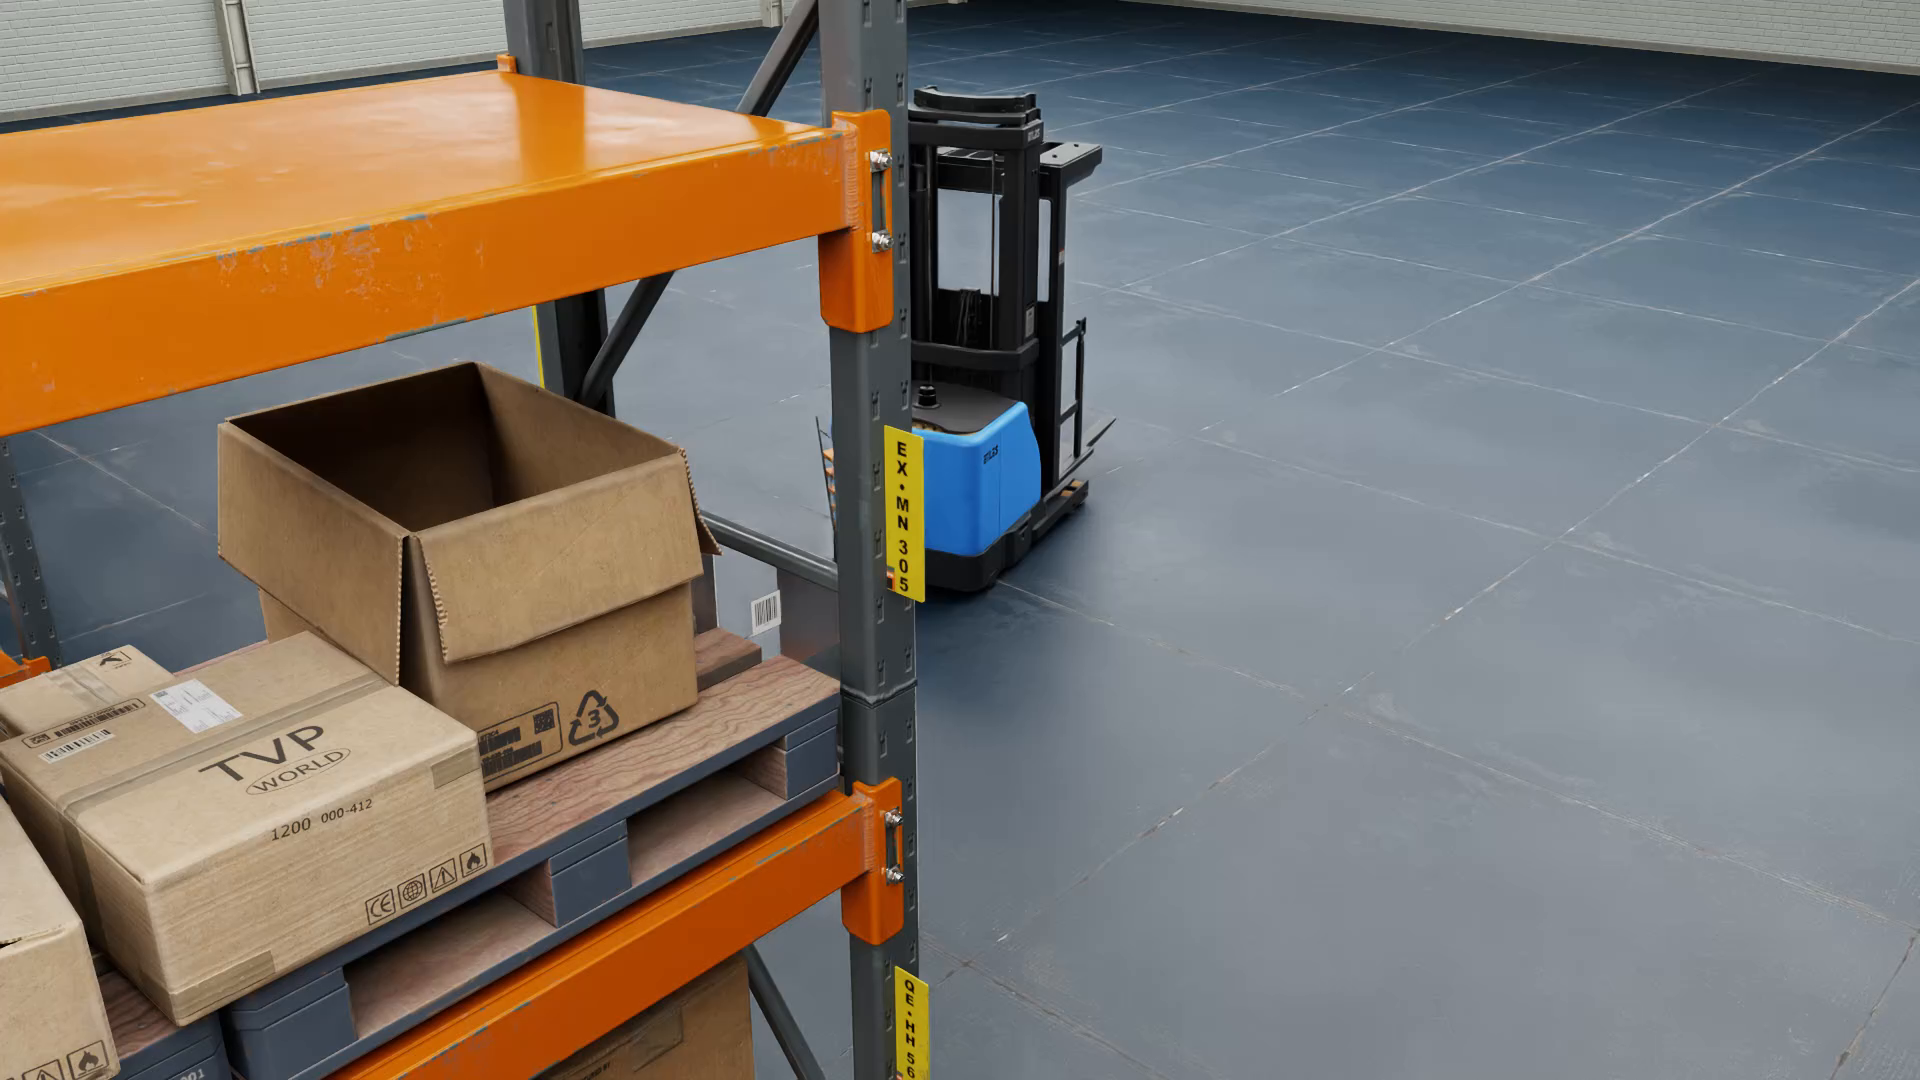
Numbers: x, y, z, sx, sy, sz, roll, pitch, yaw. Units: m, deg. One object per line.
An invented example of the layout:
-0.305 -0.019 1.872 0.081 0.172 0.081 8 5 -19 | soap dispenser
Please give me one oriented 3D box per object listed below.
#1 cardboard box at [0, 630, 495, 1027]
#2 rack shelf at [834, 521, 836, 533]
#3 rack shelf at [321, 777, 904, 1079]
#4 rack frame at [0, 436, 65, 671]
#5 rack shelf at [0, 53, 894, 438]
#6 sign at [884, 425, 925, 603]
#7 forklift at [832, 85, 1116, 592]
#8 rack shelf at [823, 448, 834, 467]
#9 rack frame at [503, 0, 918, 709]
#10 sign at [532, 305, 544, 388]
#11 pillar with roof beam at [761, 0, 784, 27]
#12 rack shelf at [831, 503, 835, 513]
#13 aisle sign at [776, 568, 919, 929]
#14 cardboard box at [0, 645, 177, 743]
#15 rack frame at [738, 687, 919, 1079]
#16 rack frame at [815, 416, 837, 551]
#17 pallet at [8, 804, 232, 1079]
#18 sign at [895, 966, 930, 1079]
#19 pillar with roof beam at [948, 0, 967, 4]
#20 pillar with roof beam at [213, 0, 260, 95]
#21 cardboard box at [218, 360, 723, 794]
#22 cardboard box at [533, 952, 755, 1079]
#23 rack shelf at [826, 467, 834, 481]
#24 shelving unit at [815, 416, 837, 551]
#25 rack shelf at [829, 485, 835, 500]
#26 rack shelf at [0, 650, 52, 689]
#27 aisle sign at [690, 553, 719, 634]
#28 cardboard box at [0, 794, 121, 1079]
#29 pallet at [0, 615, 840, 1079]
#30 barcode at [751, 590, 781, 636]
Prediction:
-1.070 0.405 2.512 0.500 0.250 0.500 20 31 38 | cardboard box
-0.653 -0.056 10.290 0.180 0.103 0.258 -18 29 -22 | rack shelf
-1.833 1.107 2.328 1.077 0.370 4.000 20 31 38 | rack shelf
-4.184 0.184 7.172 1.000 3.000 0.127 20 31 38 | rack frame
-1.833 -0.079 1.796 1.077 0.370 4.000 20 31 38 | rack shelf
-0.103 -0.046 3.035 0.100 0.325 0.005 20 31 38 | sign
0.265 -1.587 11.207 1.130 2.935 3.031 11 26 23 | forklift
-0.703 -0.481 10.071 0.180 0.103 0.258 -18 29 -22 | rack shelf
-0.498 -1.199 2.926 1.000 3.000 0.127 20 31 38 | rack frame
-0.907 -0.419 3.686 0.100 0.325 0.005 20 31 38 | sign
-0.864 -14.136 31.779 9.100 9.000 0.400 20 31 38 | pillar with roof beam
-0.666 -0.162 10.235 0.180 0.103 0.258 -18 29 -22 | rack shelf
-0.236 0.412 3.487 0.394 0.787 0.004 20 31 38 | aisle sign
-1.415 0.339 2.784 0.380 0.149 0.250 20 31 38 | cardboard box
-0.498 1.538 4.153 1.000 3.000 0.127 20 31 38 | rack frame
-0.751 -0.175 10.181 0.006 1.200 0.240 -18 29 -22 | rack frame
-1.803 0.792 2.260 1.003 0.211 1.213 20 31 38 | pallet
-0.103 1.054 3.528 0.100 0.325 0.005 20 31 38 | sign
3.141 -15.964 35.856 9.100 9.000 0.400 20 31 38 | pillar with roof beam
-8.873 -10.480 23.625 9.100 9.000 0.400 20 31 38 | pillar with roof beam
-0.885 0.041 3.016 0.637 0.503 0.797 -22 32 -39 | cardboard box
-0.855 1.055 3.522 0.700 0.500 0.500 20 31 38 | cardboard box
-0.690 -0.375 10.126 0.180 0.103 0.258 -18 29 -22 | rack shelf
-0.670 -0.202 10.215 0.189 1.200 0.258 -18 29 -22 | shelving unit
-0.678 -0.269 10.180 0.180 0.103 0.258 -18 29 -22 | rack shelf
-5.519 1.122 5.960 1.077 0.370 4.000 20 31 38 | rack shelf
-0.682 0.248 3.852 0.394 0.787 0.004 20 31 38 | aisle sign
-1.441 0.547 2.122 0.500 0.311 0.500 -20 31 -37 | cardboard box
-0.989 0.418 3.093 1.003 0.211 1.213 20 31 38 | pallet
-0.340 0.128 2.922 0.001 0.075 0.075 20 31 38 | barcode
